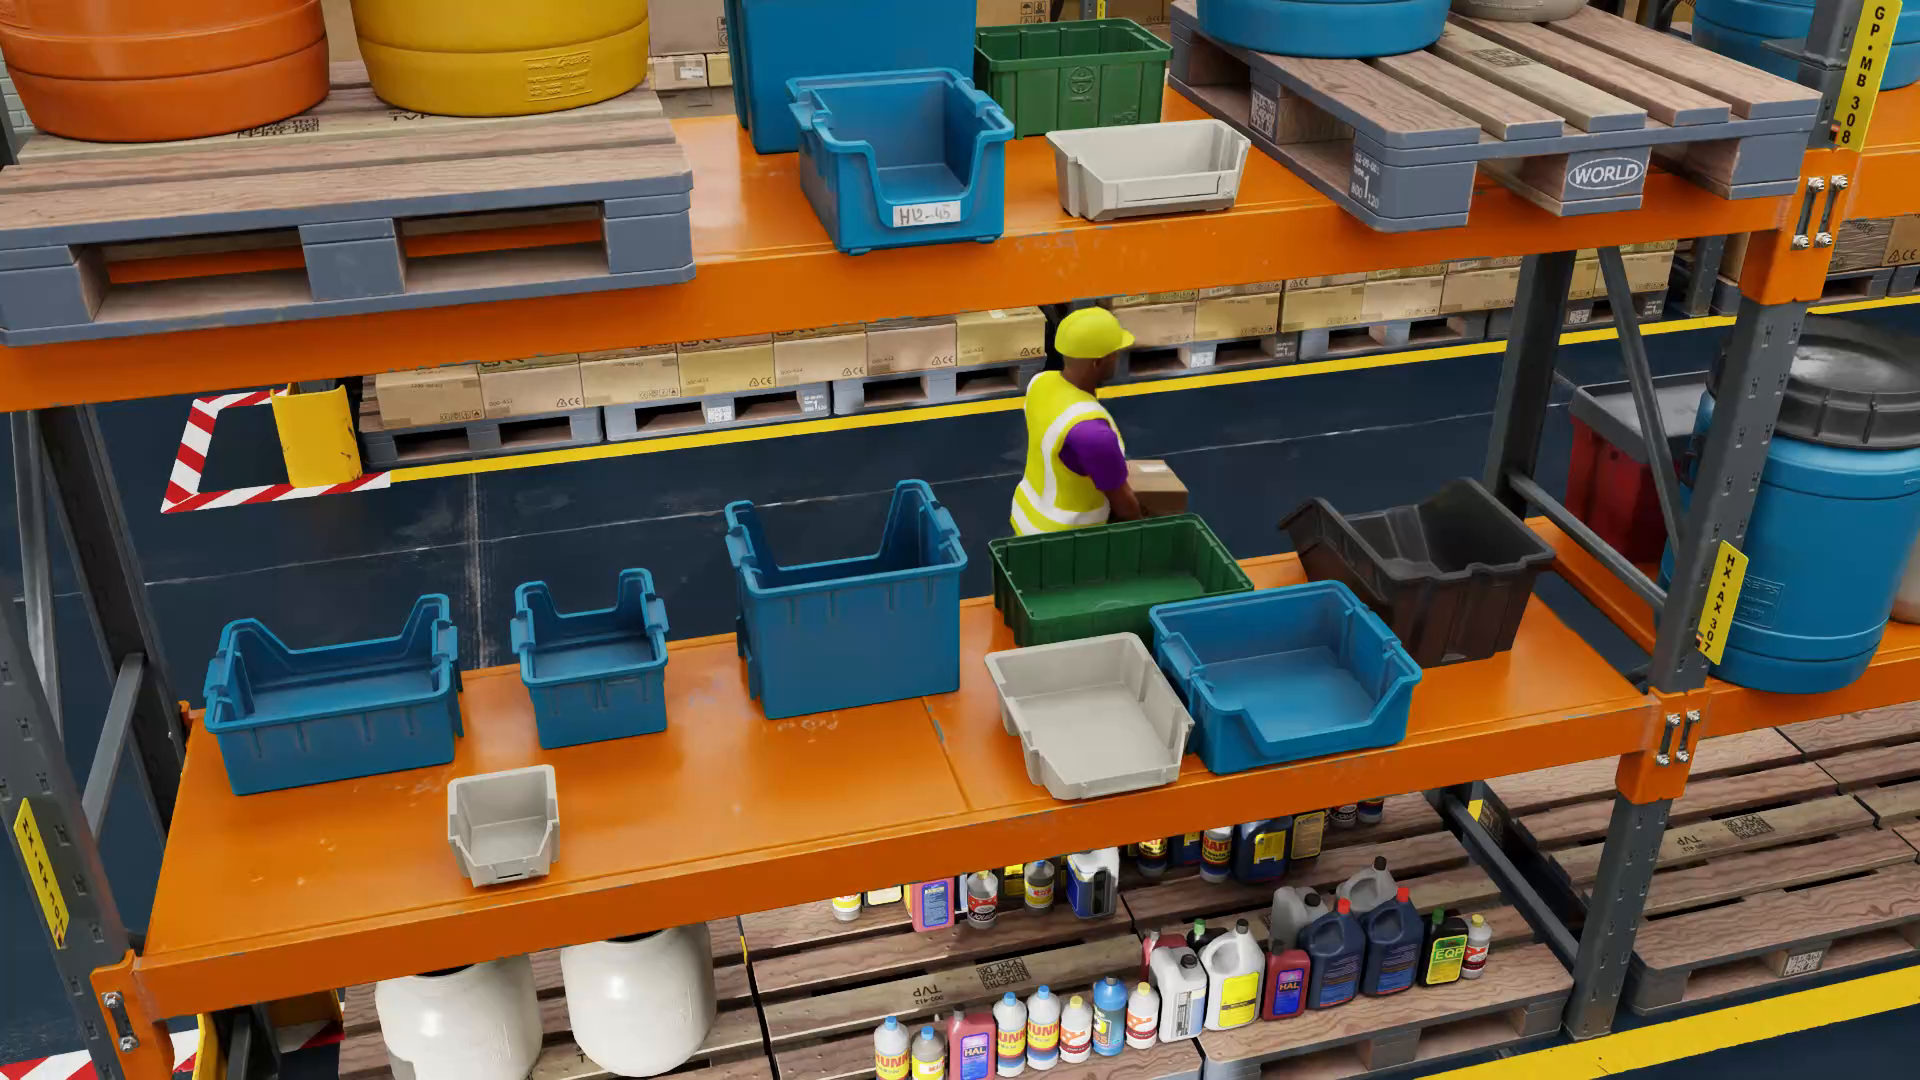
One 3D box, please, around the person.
[{"bbox_3d":[0.486,-0.039,6.180,0.581,1.758,0.504,-8,31,-14],"label":"person"}]
